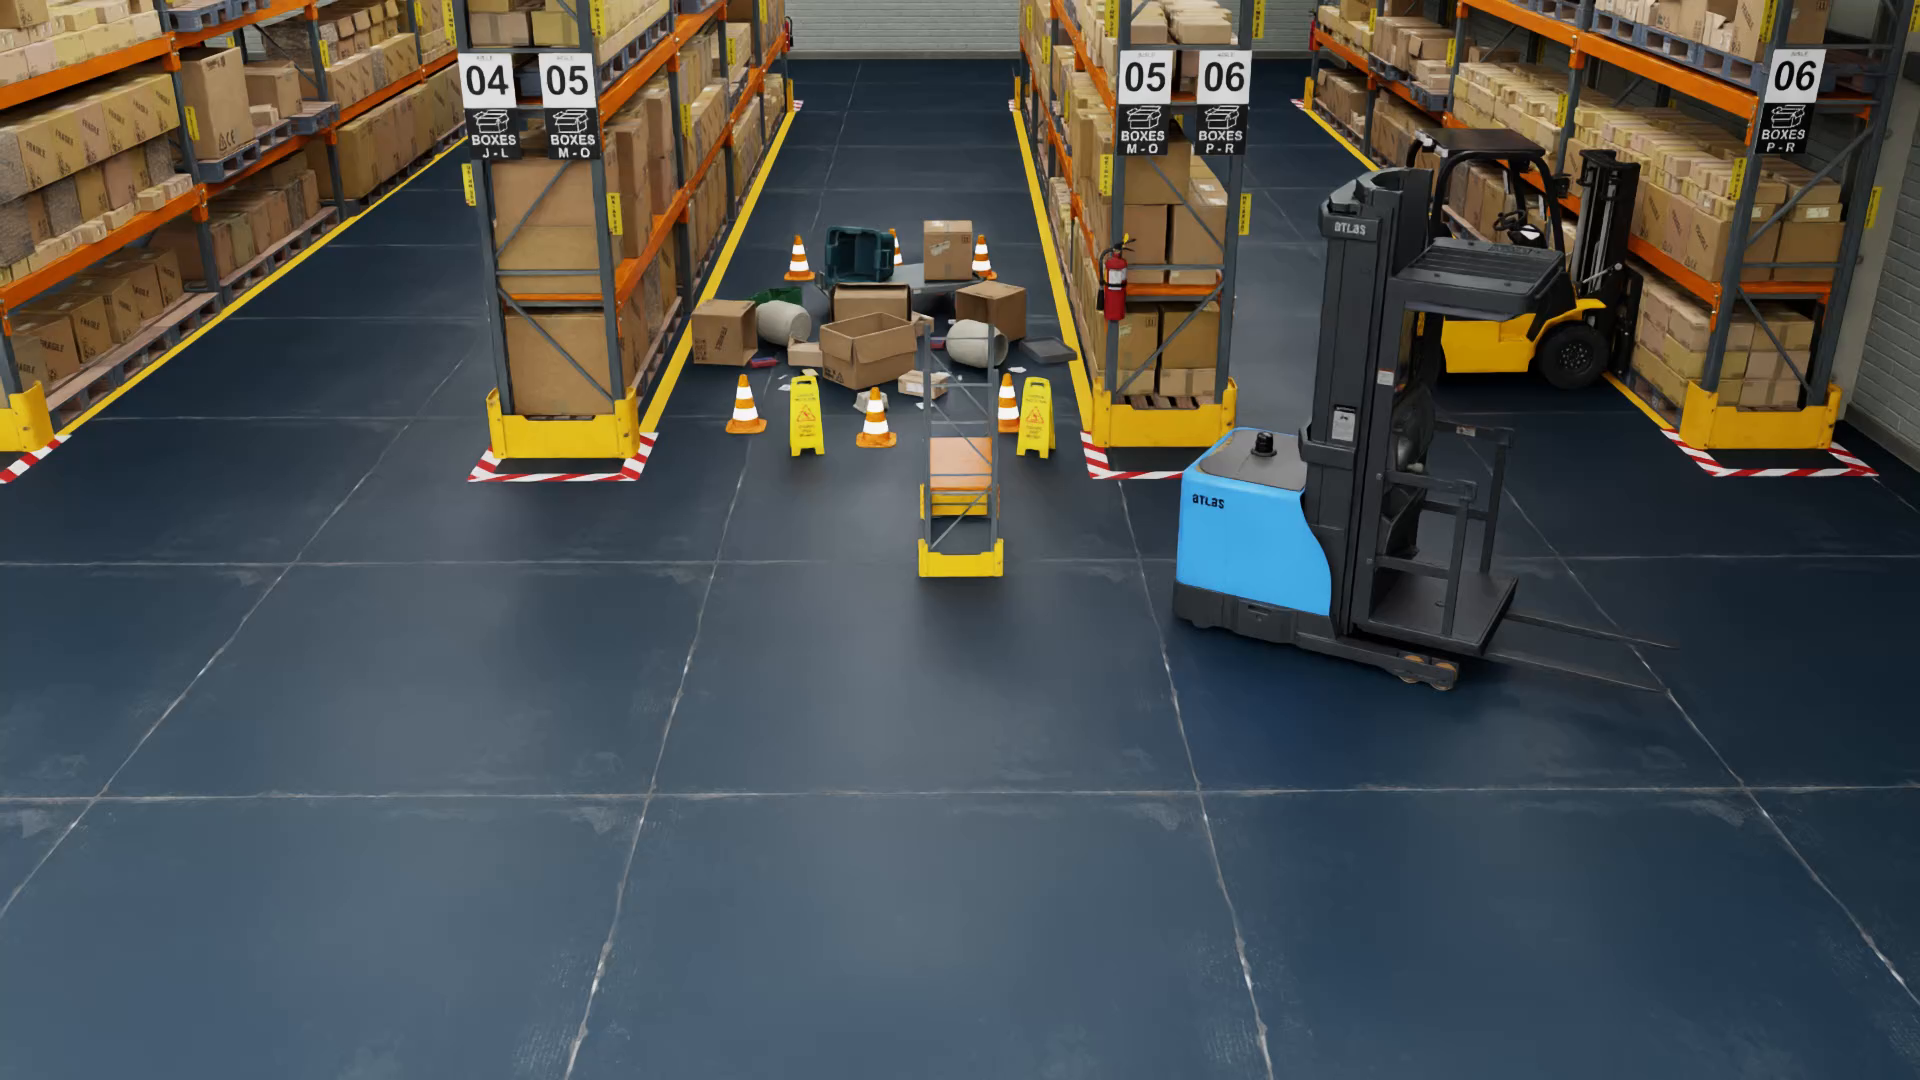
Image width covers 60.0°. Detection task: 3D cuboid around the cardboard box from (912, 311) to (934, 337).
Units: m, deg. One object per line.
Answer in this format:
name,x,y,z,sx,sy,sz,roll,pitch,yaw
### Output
cardboard box,-0.482,-2.236,16.754,0.258,0.266,0.396,-19,31,-36

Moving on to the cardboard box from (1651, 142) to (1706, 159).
cardboard box,6.425,-3.457,14.869,0.380,0.149,0.250,0,24,0

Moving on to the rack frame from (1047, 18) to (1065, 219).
rack frame,1.611,-5.475,20.598,1.000,3.000,0.127,0,24,-1

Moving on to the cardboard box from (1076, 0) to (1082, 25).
cardboard box,1.386,-5.078,15.902,0.500,0.250,0.500,-1,24,-2

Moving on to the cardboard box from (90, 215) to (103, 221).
cardboard box,-8.030,-2.859,15.119,0.380,0.149,0.250,0,24,-1

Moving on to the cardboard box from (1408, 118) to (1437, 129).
cardboard box,6.378,-5.697,22.826,0.380,0.149,0.250,0,24,0

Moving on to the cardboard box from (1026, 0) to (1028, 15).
cardboard box,1.274,-8.236,25.369,0.500,0.500,0.500,0,24,0

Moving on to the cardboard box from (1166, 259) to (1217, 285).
cardboard box,1.902,-2.205,13.673,0.380,0.149,0.250,0,24,0

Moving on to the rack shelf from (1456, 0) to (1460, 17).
rack shelf,6.553,-7.362,22.003,1.077,0.370,4.000,0,24,-1

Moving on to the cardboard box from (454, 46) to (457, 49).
cardboard box,-8.031,-7.730,25.889,0.380,0.149,0.250,-1,24,-2

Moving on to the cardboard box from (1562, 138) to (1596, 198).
cardboard box,6.362,-3.712,16.579,0.500,0.500,0.500,-1,24,-2

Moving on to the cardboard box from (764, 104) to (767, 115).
cardboard box,-3.121,-6.479,25.047,0.380,0.149,0.250,1,24,2

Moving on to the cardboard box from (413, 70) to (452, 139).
cardboard box,-8.269,-6.574,25.098,0.875,0.875,0.875,0,24,-1

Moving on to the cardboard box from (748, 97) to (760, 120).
cardboard box,-3.120,-6.147,23.699,0.500,0.250,0.500,-1,24,-2

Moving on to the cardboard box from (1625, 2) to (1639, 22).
cardboard box,6.328,-4.837,15.221,0.380,0.149,0.250,0,24,1

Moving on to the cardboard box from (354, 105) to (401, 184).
cardboard box,-8.287,-5.305,22.292,1.225,0.875,0.875,0,24,0

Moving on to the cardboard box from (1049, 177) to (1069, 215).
cardboard box,1.607,-4.236,20.539,0.950,0.372,0.625,-2,24,-4

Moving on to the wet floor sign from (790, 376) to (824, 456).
wet floor sign,-1.270,-1.039,13.647,0.267,0.644,0.232,-4,25,-10

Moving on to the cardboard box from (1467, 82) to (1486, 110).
cardboard box,6.339,-5.268,19.716,0.500,0.250,0.500,0,24,1

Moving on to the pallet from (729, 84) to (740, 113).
pallet,-3.452,-5.617,21.145,1.213,0.211,1.003,0,24,-1

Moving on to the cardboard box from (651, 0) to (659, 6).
cardboard box,-3.026,-5.023,15.150,0.500,0.250,0.500,0,24,-1

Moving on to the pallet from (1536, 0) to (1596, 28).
pallet,6.596,-5.493,17.232,0.805,0.209,1.217,-1,24,-3

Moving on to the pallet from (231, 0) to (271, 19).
pallet,-8.169,-5.745,17.785,1.213,0.211,1.003,0,24,-1

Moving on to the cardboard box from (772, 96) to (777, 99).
cardboard box,-3.123,-6.986,26.529,0.380,0.149,0.250,1,24,2

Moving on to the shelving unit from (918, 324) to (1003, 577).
shelving unit,0.001,-0.652,11.755,0.587,1.500,1.083,0,24,-1

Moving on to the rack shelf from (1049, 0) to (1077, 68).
rack shelf,1.633,-5.690,18.306,1.077,0.370,4.000,0,24,-1

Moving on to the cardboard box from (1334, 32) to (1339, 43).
cardboard box,6.181,-8.013,26.515,0.380,0.149,0.250,-1,24,-2

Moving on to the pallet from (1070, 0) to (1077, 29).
pallet,1.755,-5.363,16.938,1.213,0.211,1.003,0,24,-1

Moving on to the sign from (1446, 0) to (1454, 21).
sign,7.086,-7.678,24.066,0.100,0.325,0.005,0,24,-1

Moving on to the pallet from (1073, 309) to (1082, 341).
pallet,1.698,-2.279,16.917,1.003,0.211,1.213,0,24,-1

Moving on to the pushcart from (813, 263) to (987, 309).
pushcart,-0.624,-2.601,17.426,1.648,0.377,0.936,-9,26,-19

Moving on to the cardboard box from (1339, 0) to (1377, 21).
cardboard box,6.240,-8.398,25.972,0.500,0.500,0.500,0,24,1

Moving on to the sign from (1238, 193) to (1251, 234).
sign,2.241,-2.575,13.137,0.100,0.325,0.005,0,24,-1

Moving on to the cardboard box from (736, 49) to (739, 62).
cardboard box,-3.164,-6.465,22.223,0.380,0.149,0.250,1,24,1

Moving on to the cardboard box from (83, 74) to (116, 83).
cardboard box,-8.504,-4.232,16.155,0.500,0.500,0.500,0,24,-1

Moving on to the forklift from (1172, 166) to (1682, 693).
forklift,2.932,-0.671,10.061,3.031,2.935,1.130,13,27,26

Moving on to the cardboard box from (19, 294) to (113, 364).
cardboard box,-8.230,-1.948,15.324,0.500,0.500,0.500,2,24,4

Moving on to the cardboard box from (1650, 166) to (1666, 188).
cardboard box,6.339,-3.213,14.690,0.380,0.149,0.250,0,24,0

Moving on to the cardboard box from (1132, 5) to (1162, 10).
cardboard box,1.467,-4.349,13.806,0.380,0.149,0.250,0,24,-1

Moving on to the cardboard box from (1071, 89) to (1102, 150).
cardboard box,1.405,-3.863,15.340,0.700,0.500,0.500,-1,24,-2

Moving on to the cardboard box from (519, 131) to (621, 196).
cardboard box,-3.314,-3.054,13.754,0.875,0.550,0.550,0,24,-1

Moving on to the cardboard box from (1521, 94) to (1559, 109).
cardboard box,6.346,-4.755,18.098,0.380,0.149,0.250,-1,24,-2

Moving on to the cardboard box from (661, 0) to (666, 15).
cardboard box,-2.967,-4.999,15.581,0.380,0.149,0.250,0,24,0

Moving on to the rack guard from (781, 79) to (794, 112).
rack guard,-3.424,-7.537,28.192,1.175,0.500,0.348,0,24,-1

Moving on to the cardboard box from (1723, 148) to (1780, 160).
cardboard box,6.966,-3.354,14.640,0.380,0.149,0.250,-1,24,-2

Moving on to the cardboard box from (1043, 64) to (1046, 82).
cardboard box,1.343,-6.044,21.432,0.500,0.250,0.500,-1,24,-2

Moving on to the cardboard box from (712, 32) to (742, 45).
cardboard box,-3.175,-6.816,22.637,0.380,0.149,0.250,-1,24,-2

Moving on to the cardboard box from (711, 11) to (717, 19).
cardboard box,-3.657,-7.888,24.239,0.500,0.500,0.500,-1,24,-2

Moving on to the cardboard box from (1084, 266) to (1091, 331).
cardboard box,1.421,-2.210,15.298,0.500,0.500,0.500,-1,24,-2

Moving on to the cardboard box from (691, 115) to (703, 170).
cardboard box,-3.037,-4.234,17.734,0.500,0.500,0.500,0,24,0

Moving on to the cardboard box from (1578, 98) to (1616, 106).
cardboard box,6.853,-4.656,17.880,0.380,0.149,0.250,0,24,-1

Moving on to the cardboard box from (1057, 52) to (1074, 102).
cardboard box,1.397,-5.446,19.543,0.500,0.500,0.500,1,24,2

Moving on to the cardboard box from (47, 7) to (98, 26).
cardboard box,-8.003,-4.696,14.934,0.380,0.149,0.250,1,24,1

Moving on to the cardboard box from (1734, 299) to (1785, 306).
cardboard box,6.837,-2.001,14.531,0.500,0.250,0.500,0,24,0

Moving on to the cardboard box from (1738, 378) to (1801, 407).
cardboard box,6.852,-1.344,14.292,0.500,0.250,0.500,0,24,0

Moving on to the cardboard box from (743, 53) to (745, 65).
cardboard box,-3.172,-6.660,23.015,0.380,0.149,0.250,-1,24,-3
